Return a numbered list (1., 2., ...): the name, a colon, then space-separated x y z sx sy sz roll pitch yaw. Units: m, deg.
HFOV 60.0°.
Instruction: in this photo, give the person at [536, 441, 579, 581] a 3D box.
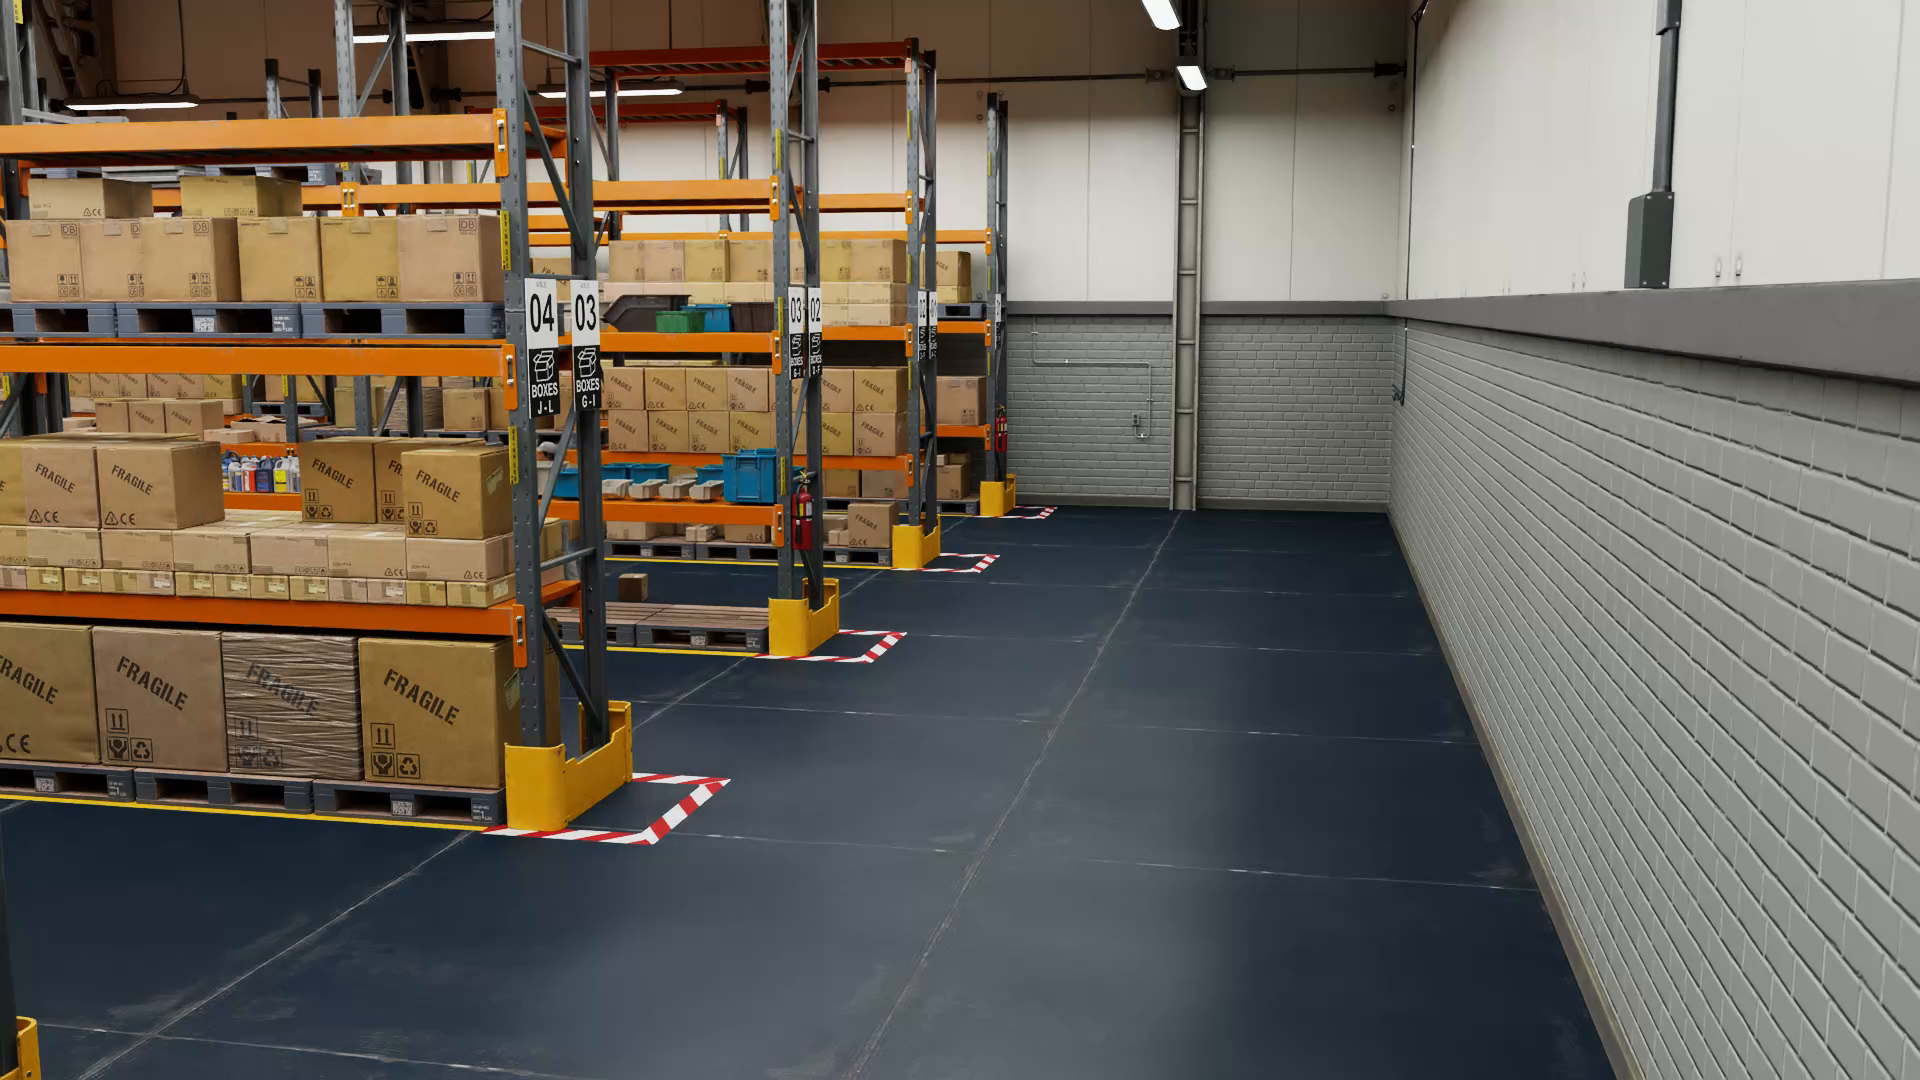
1. person: -4.322 -0.185 17.138 0.821 1.671 0.482 1 8 8
